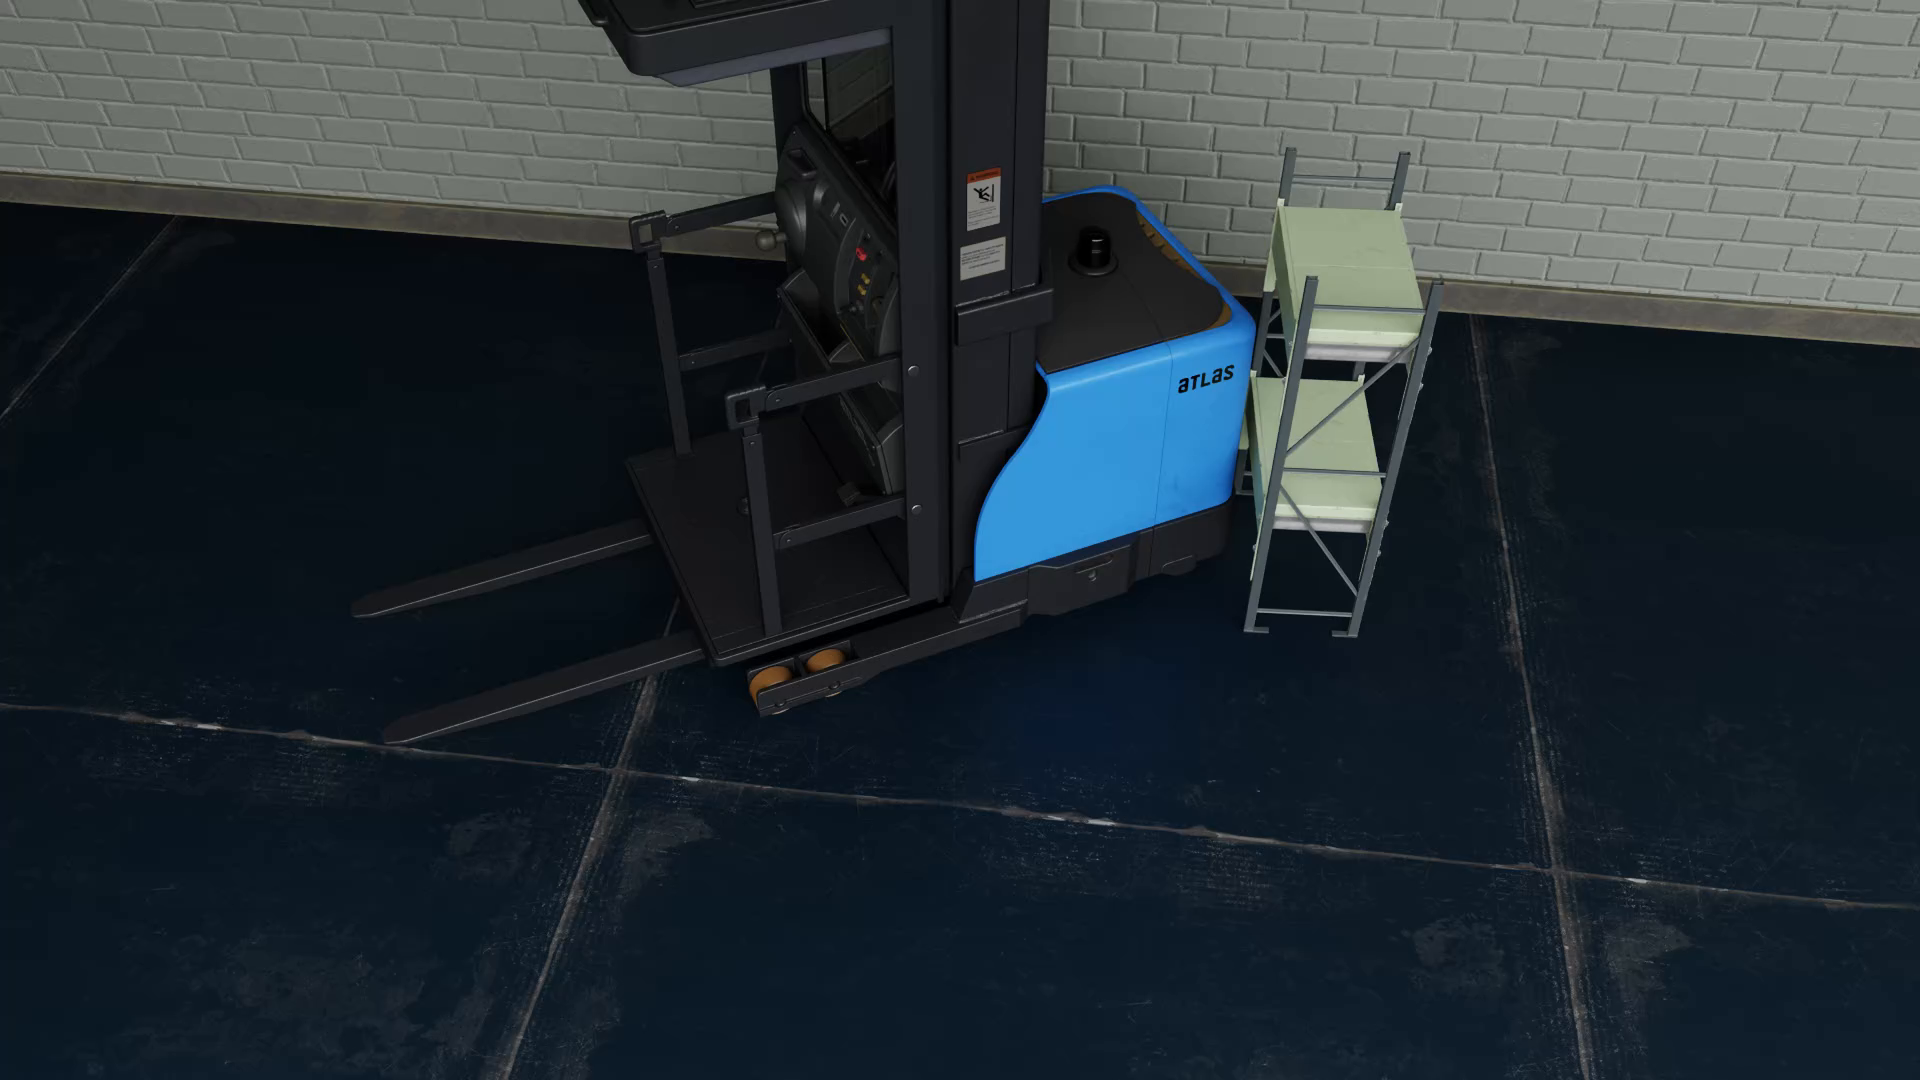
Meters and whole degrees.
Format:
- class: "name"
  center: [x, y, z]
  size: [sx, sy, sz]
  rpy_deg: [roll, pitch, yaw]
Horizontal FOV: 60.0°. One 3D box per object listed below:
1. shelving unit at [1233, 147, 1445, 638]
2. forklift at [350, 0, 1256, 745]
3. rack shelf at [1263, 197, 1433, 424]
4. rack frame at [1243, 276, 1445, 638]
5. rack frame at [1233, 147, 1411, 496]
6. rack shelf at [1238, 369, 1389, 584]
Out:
- class: "shelving unit"
  center: [1.234, -0.467, 5.650]
  size: [0.431, 1.500, 0.755]
  rpy_deg: [3, 44, 2]
- class: "forklift"
  center: [-0.569, -0.891, 5.059]
  size: [3.031, 2.935, 1.130]
  rpy_deg: [-17, 46, -17]
- class: "rack shelf"
  center: [1.236, -0.750, 5.381]
  size: [0.431, 0.370, 0.720]
  rpy_deg: [3, 44, 2]
- class: "rack frame"
  center: [1.211, -0.216, 5.384]
  size: [0.400, 1.500, 0.023]
  rpy_deg: [3, 44, 2]
- class: "rack frame"
  center: [1.256, -0.718, 5.915]
  size: [0.400, 1.500, 0.023]
  rpy_deg: [3, 44, 2]
- class: "rack shelf"
  center: [1.231, -0.230, 5.874]
  size: [0.431, 0.370, 0.720]
  rpy_deg: [3, 44, 2]
